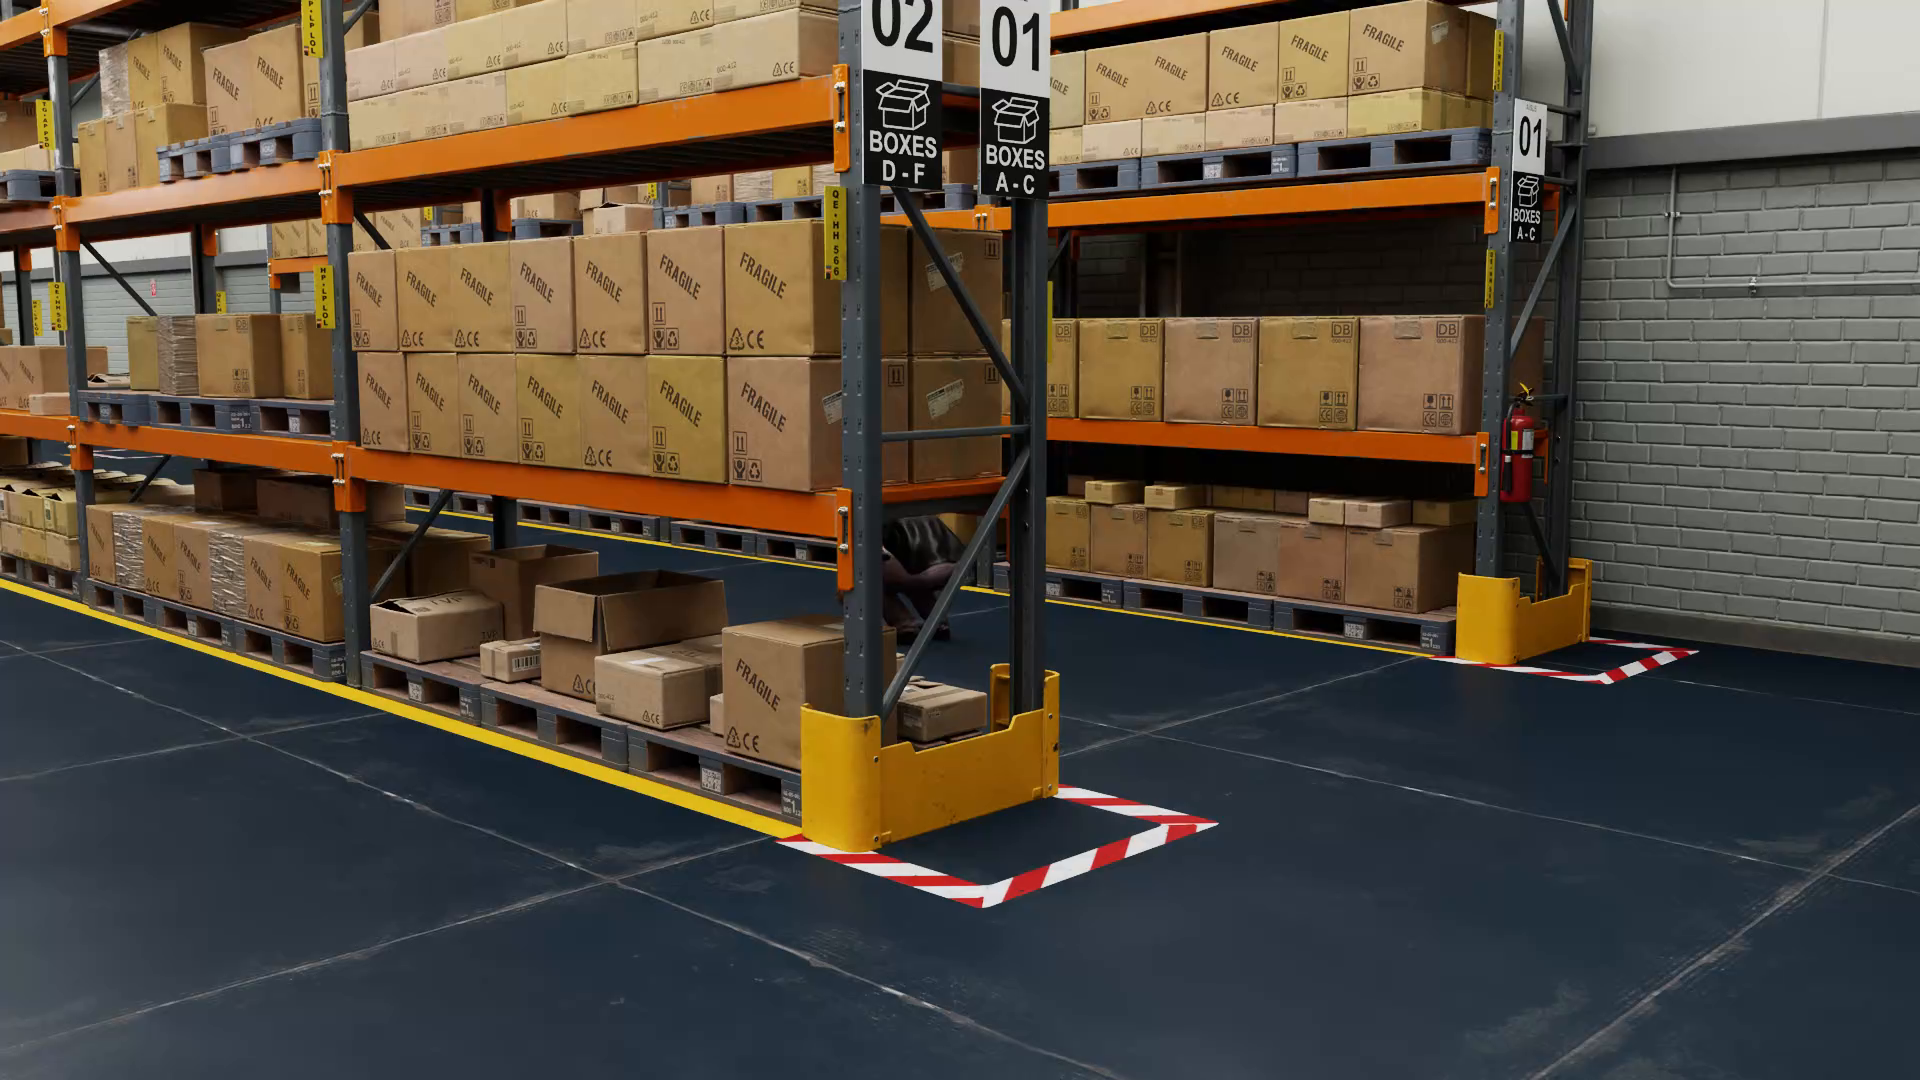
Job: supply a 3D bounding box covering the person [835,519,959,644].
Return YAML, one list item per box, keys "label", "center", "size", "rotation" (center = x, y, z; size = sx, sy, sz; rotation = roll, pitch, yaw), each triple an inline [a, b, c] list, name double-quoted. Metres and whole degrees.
- label: "person"
  center: [-0.376, 0.140, 10.347]
  size: [0.852, 0.966, 0.544]
  rotation: [7, 10, 43]
